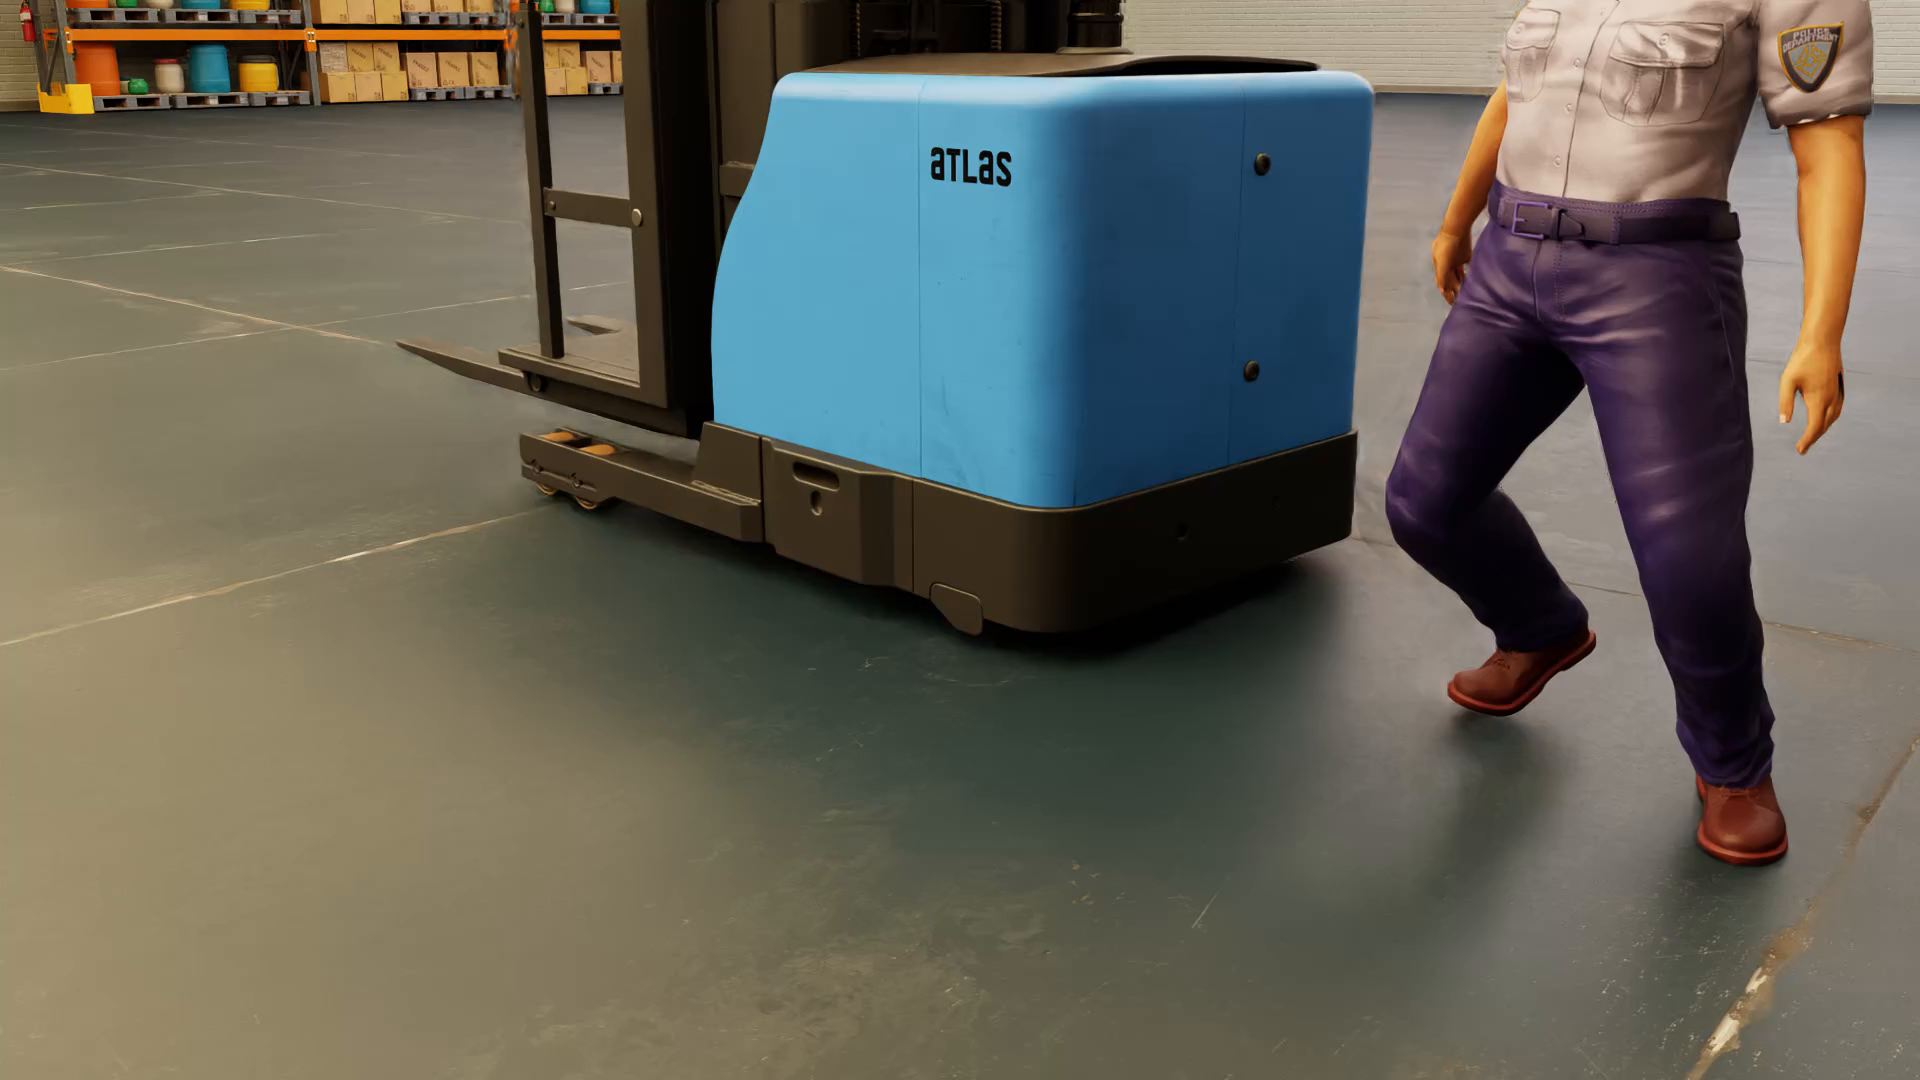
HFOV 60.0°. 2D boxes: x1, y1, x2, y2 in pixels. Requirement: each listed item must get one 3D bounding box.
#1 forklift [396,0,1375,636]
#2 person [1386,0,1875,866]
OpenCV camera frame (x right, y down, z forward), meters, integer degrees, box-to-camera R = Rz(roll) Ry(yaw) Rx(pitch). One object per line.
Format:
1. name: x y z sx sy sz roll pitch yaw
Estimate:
1. forklift: -0.496 -1.568 4.062 1.130 2.935 3.031 -15 23 -41
2. person: 0.997 -0.385 2.530 0.484 1.577 0.819 -10 19 -29
